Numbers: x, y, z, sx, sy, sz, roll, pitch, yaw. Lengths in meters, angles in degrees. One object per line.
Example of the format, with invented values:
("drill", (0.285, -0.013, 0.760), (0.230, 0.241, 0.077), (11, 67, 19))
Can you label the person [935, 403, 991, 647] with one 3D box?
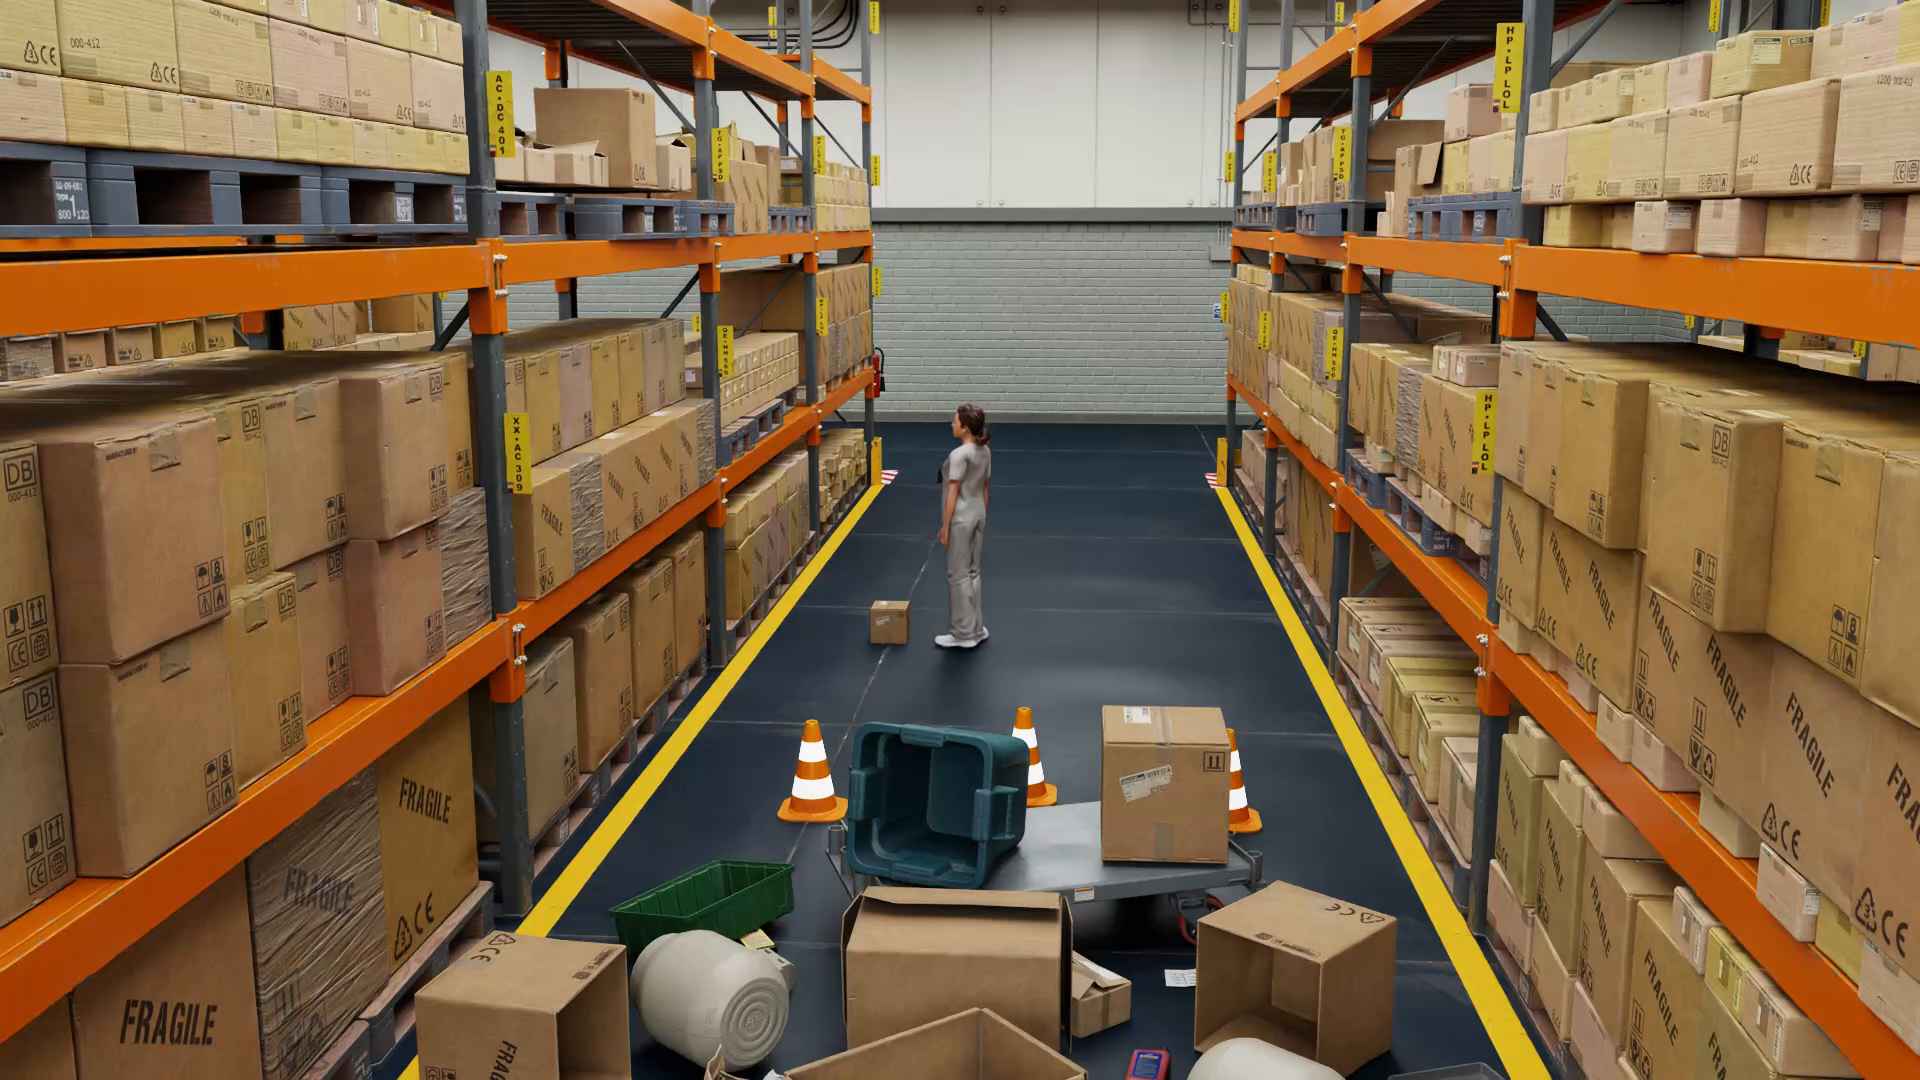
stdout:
("person", (0.050, -0.102, 11.429), (0.361, 1.682, 0.553), (7, 13, 31))
